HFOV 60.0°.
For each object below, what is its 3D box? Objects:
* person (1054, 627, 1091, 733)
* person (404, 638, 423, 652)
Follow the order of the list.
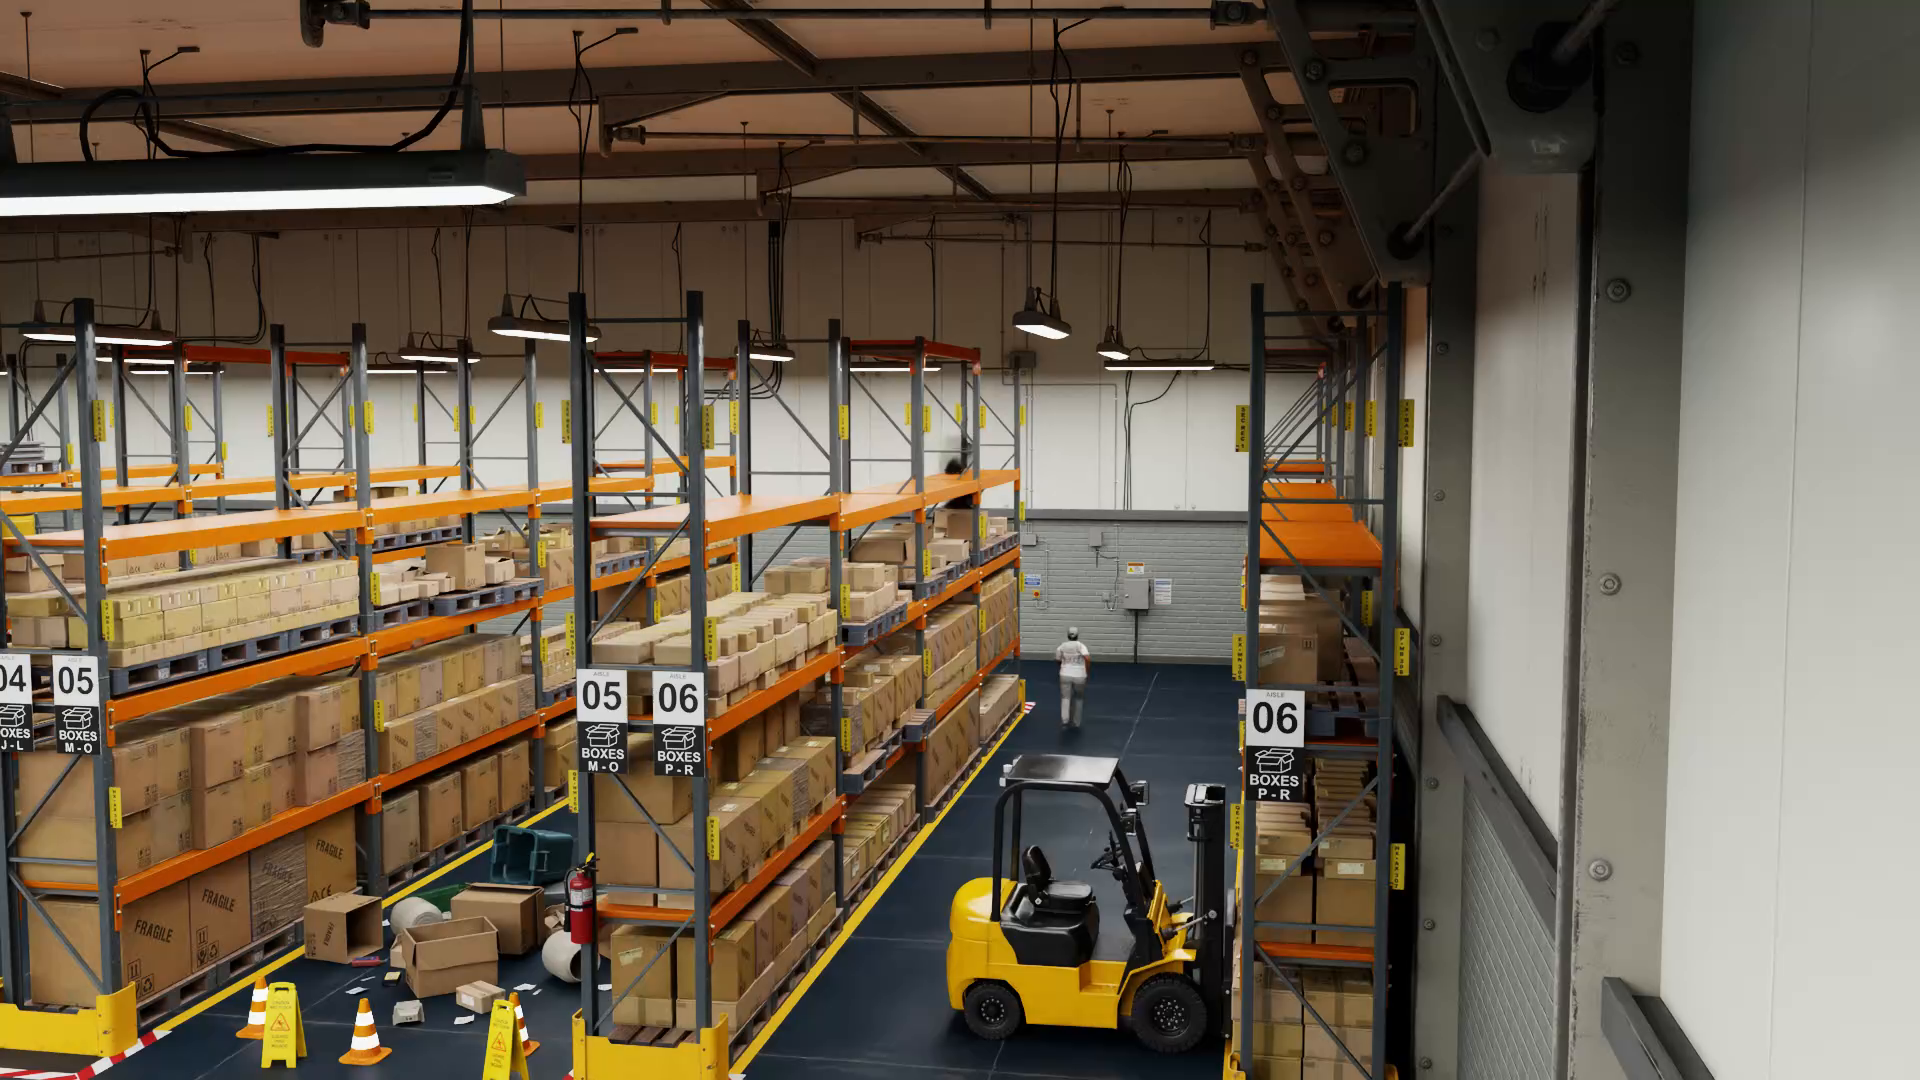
[{"bbox_3d":[1.767,2.205,26.207,0.599,1.668,0.937,1,5,8],"label":"person"},{"bbox_3d":[-8.239,2.271,25.233,0.672,1.700,0.947,0,5,6],"label":"person"}]
